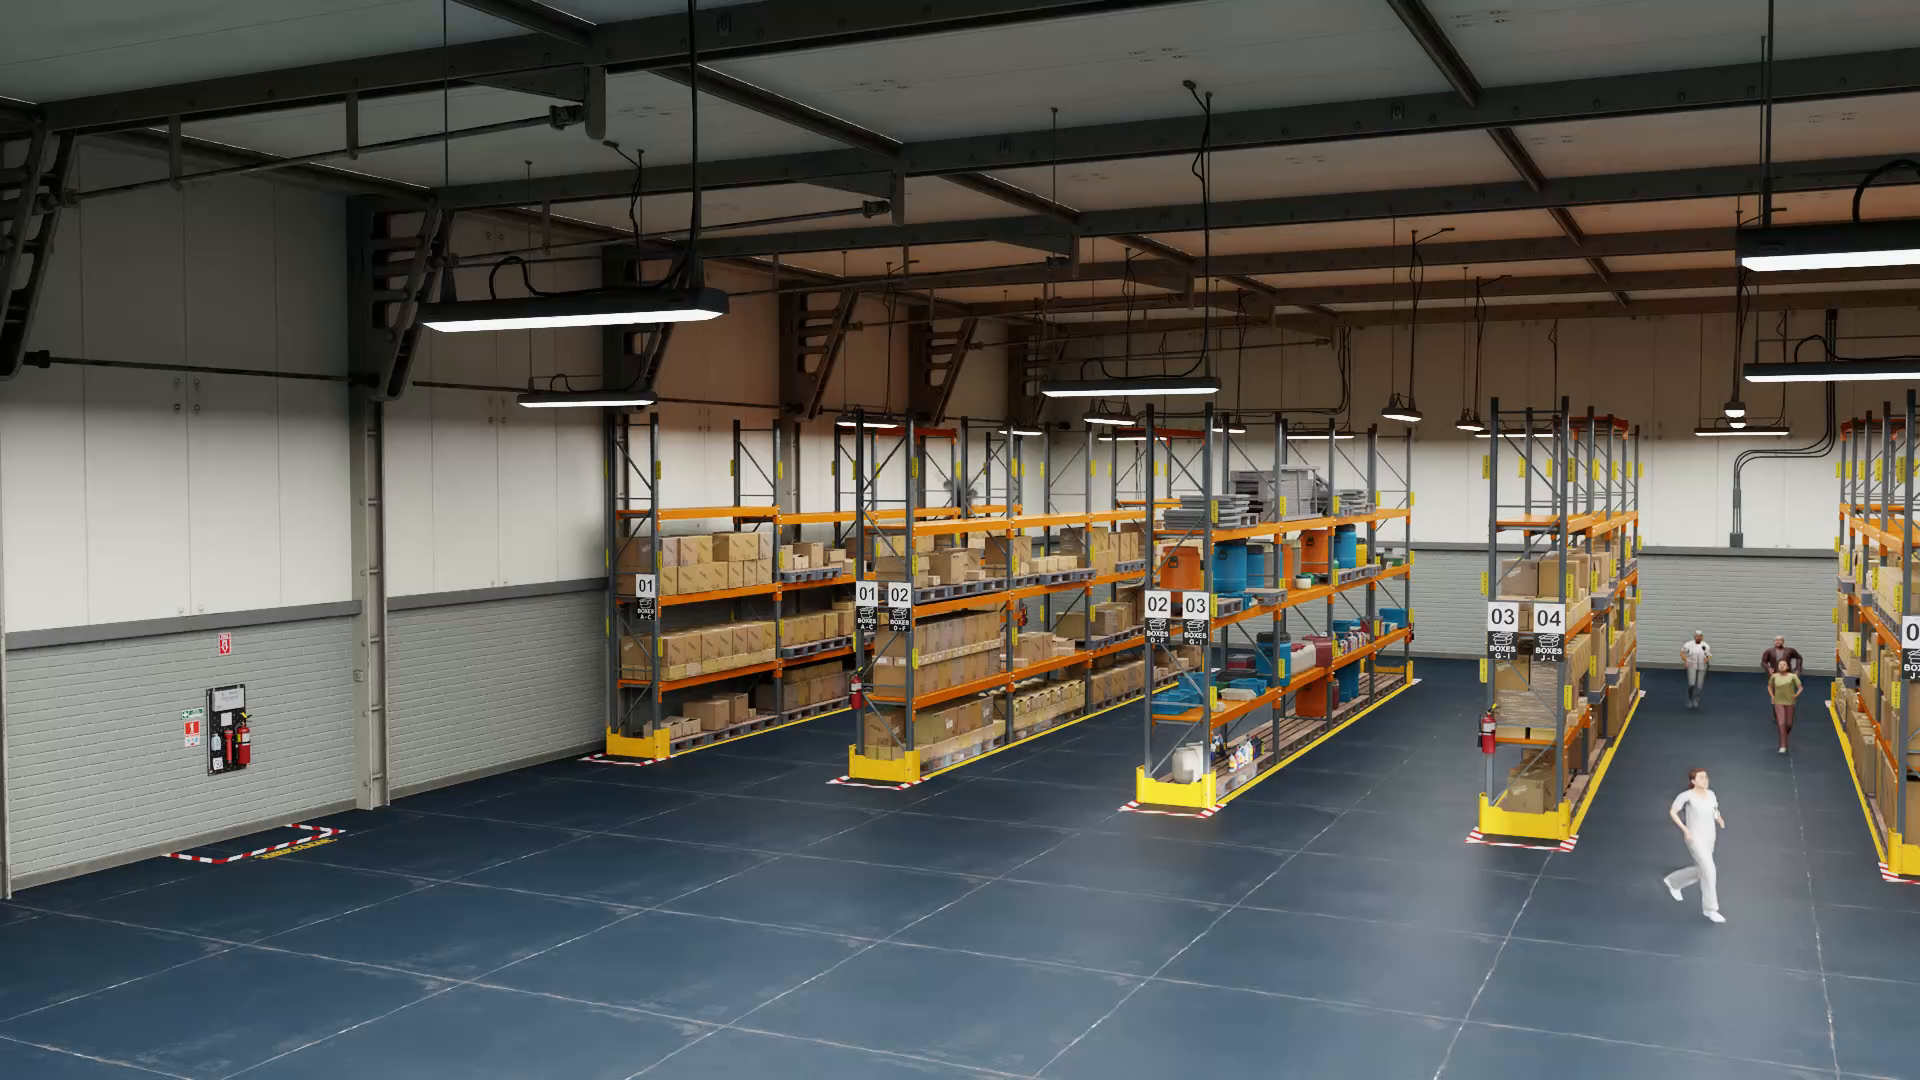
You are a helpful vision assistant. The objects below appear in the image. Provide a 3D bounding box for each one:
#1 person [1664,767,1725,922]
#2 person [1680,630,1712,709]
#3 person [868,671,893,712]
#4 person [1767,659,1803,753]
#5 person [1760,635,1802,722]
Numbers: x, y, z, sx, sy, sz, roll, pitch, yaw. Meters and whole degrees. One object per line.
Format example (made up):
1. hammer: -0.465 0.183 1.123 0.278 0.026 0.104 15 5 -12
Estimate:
1. person: 8.307 3.385 18.745 0.561 1.673 0.851 -1 3 -21
2. person: 15.436 2.720 34.833 0.580 1.667 0.643 1 2 14
3. person: -1.337 2.850 30.488 0.655 1.762 0.823 1 3 21
4. person: 14.701 2.941 29.650 0.575 1.656 0.720 1 3 29
5. person: 16.216 2.748 32.854 0.732 1.732 0.751 1 3 29
